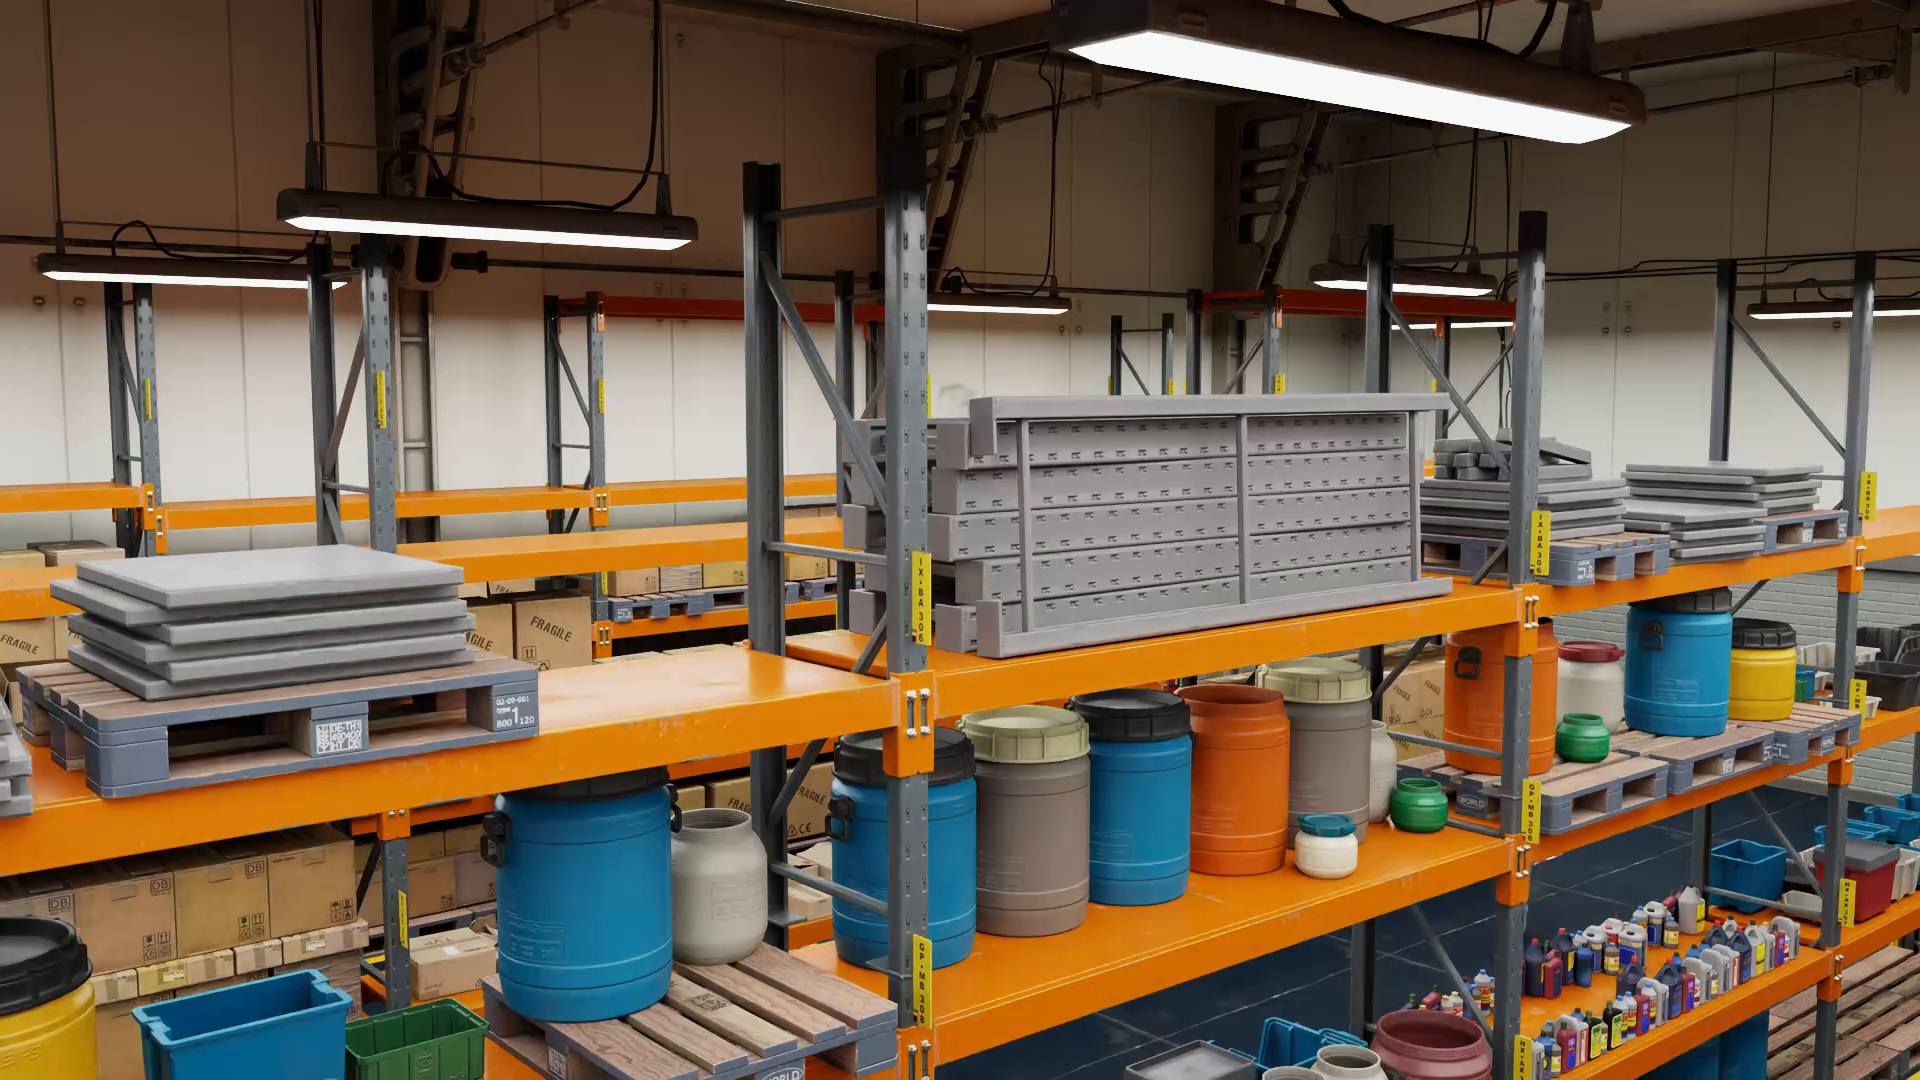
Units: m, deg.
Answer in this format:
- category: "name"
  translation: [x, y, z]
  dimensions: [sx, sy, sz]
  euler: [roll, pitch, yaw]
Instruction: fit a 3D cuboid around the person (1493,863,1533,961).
- category: "person"
  translation: [5.005, 2.869, 15.048]
  dimensions: [0.577, 1.698, 0.931]
  euler: [4, 7, 38]
